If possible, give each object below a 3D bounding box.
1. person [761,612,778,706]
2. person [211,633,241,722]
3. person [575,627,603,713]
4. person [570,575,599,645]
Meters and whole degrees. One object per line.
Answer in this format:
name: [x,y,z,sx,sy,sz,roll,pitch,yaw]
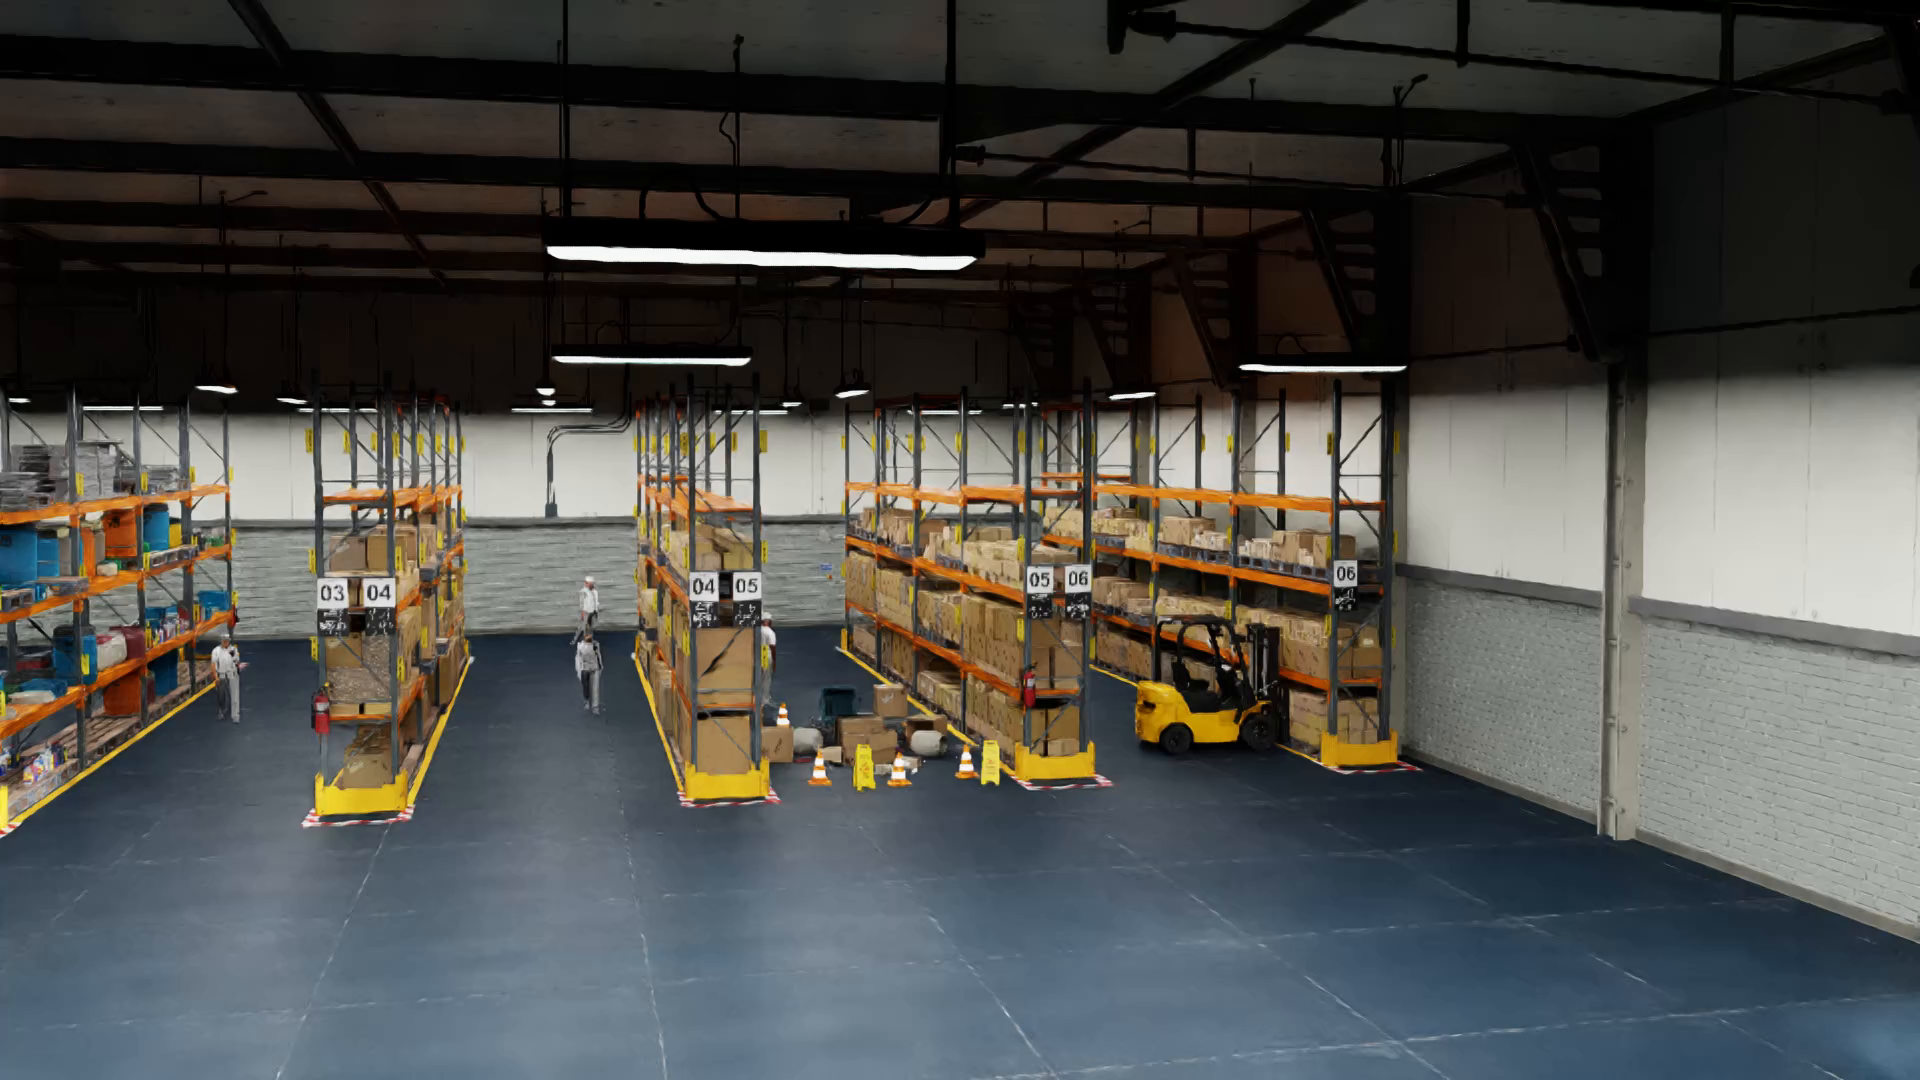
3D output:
person: [-3.690,2.261,31.827,0.463,1.772,0.649,-3,5,-43]
person: [-13.224,2.464,29.955,0.490,1.590,0.999,-1,4,-21]
person: [-6.902,2.398,30.921,0.496,1.586,1.072,-1,3,-11]
person: [-9.251,1.757,40.960,0.522,1.763,0.719,2,4,35]
